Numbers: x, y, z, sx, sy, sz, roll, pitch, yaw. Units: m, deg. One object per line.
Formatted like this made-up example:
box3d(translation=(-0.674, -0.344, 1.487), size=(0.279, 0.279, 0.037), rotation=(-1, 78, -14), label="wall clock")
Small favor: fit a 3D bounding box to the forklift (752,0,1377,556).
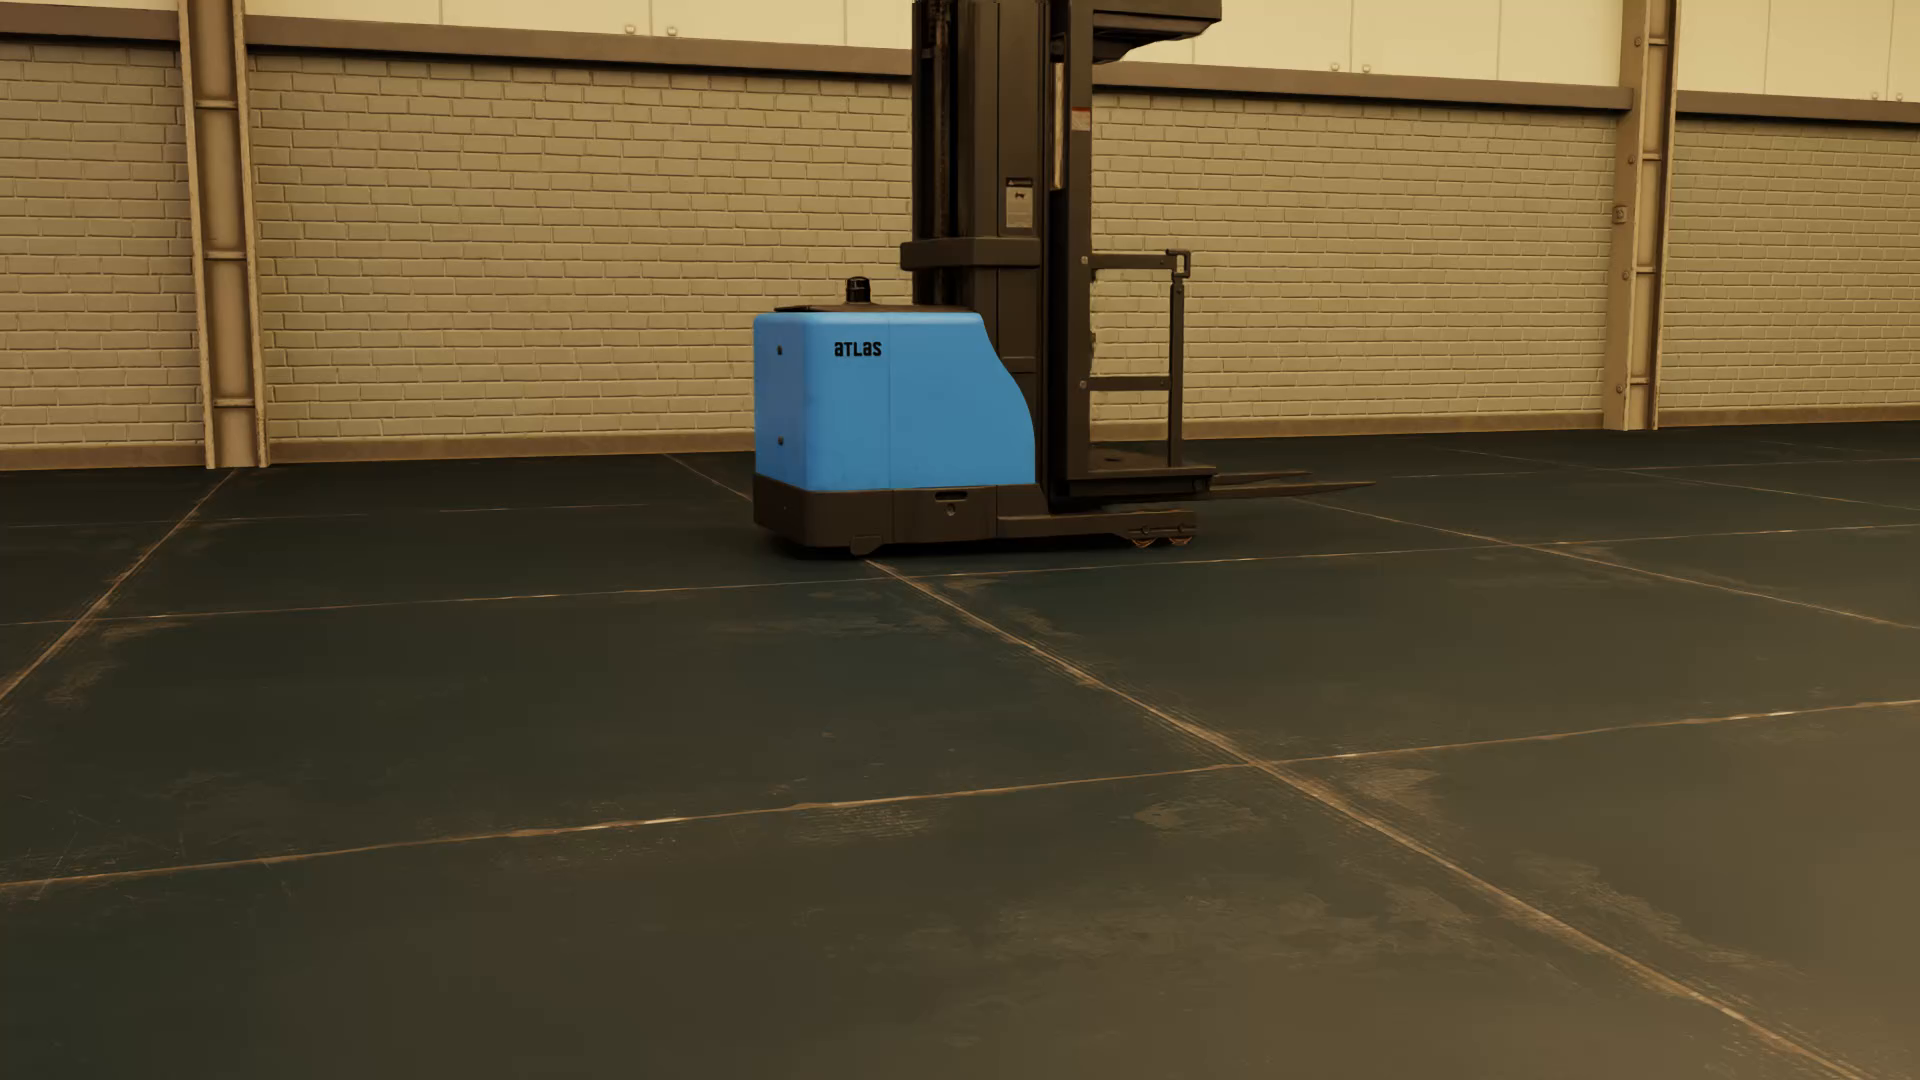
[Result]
box3d(translation=(0.572, -1.485, 7.969), size=(3.031, 2.935, 1.130), rotation=(-3, 8, -21), label="forklift")
